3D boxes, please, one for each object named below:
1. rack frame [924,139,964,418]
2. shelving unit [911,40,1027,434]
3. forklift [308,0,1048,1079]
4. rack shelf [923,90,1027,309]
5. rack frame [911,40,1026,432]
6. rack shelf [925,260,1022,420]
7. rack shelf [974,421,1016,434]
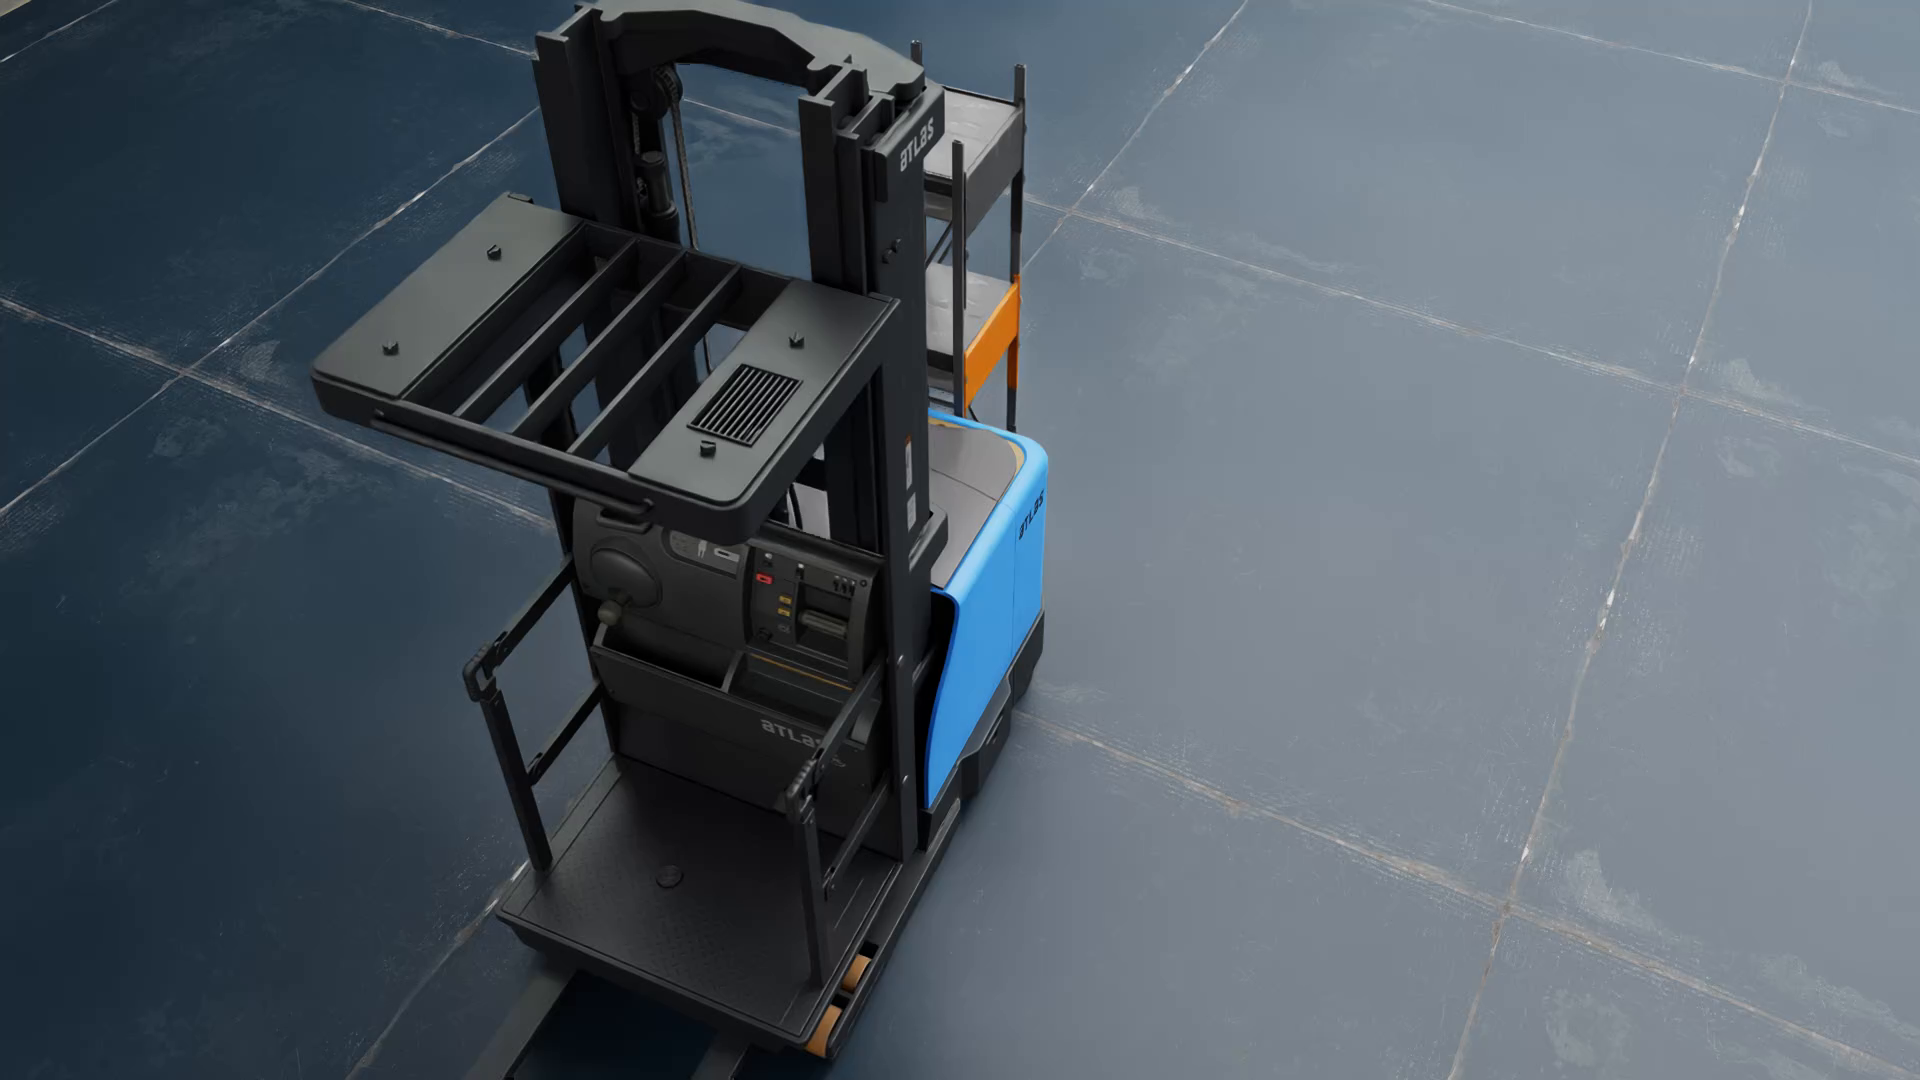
[{"bbox_3d":[-0.171,-0.505,5.772,0.400,2.100,0.015,17,48,17],"label":"rack frame"},{"bbox_3d":[-0.071,-0.664,5.929,0.431,2.100,0.503,17,48,17],"label":"shelving unit"},{"bbox_3d":[-0.753,0.215,4.477,1.130,2.935,3.031,18,48,17],"label":"forklift"},{"bbox_3d":[-0.073,-1.147,5.441,0.431,0.518,0.480,17,48,17],"label":"rack shelf"},{"bbox_3d":[0.028,-0.822,6.086,0.400,2.100,0.015,17,48,17],"label":"rack frame"},{"bbox_3d":[-0.071,-0.654,5.939,0.431,0.518,0.480,17,48,17],"label":"rack shelf"},{"bbox_3d":[-0.069,-0.162,6.436,0.431,0.518,0.480,17,48,17],"label":"rack shelf"}]
